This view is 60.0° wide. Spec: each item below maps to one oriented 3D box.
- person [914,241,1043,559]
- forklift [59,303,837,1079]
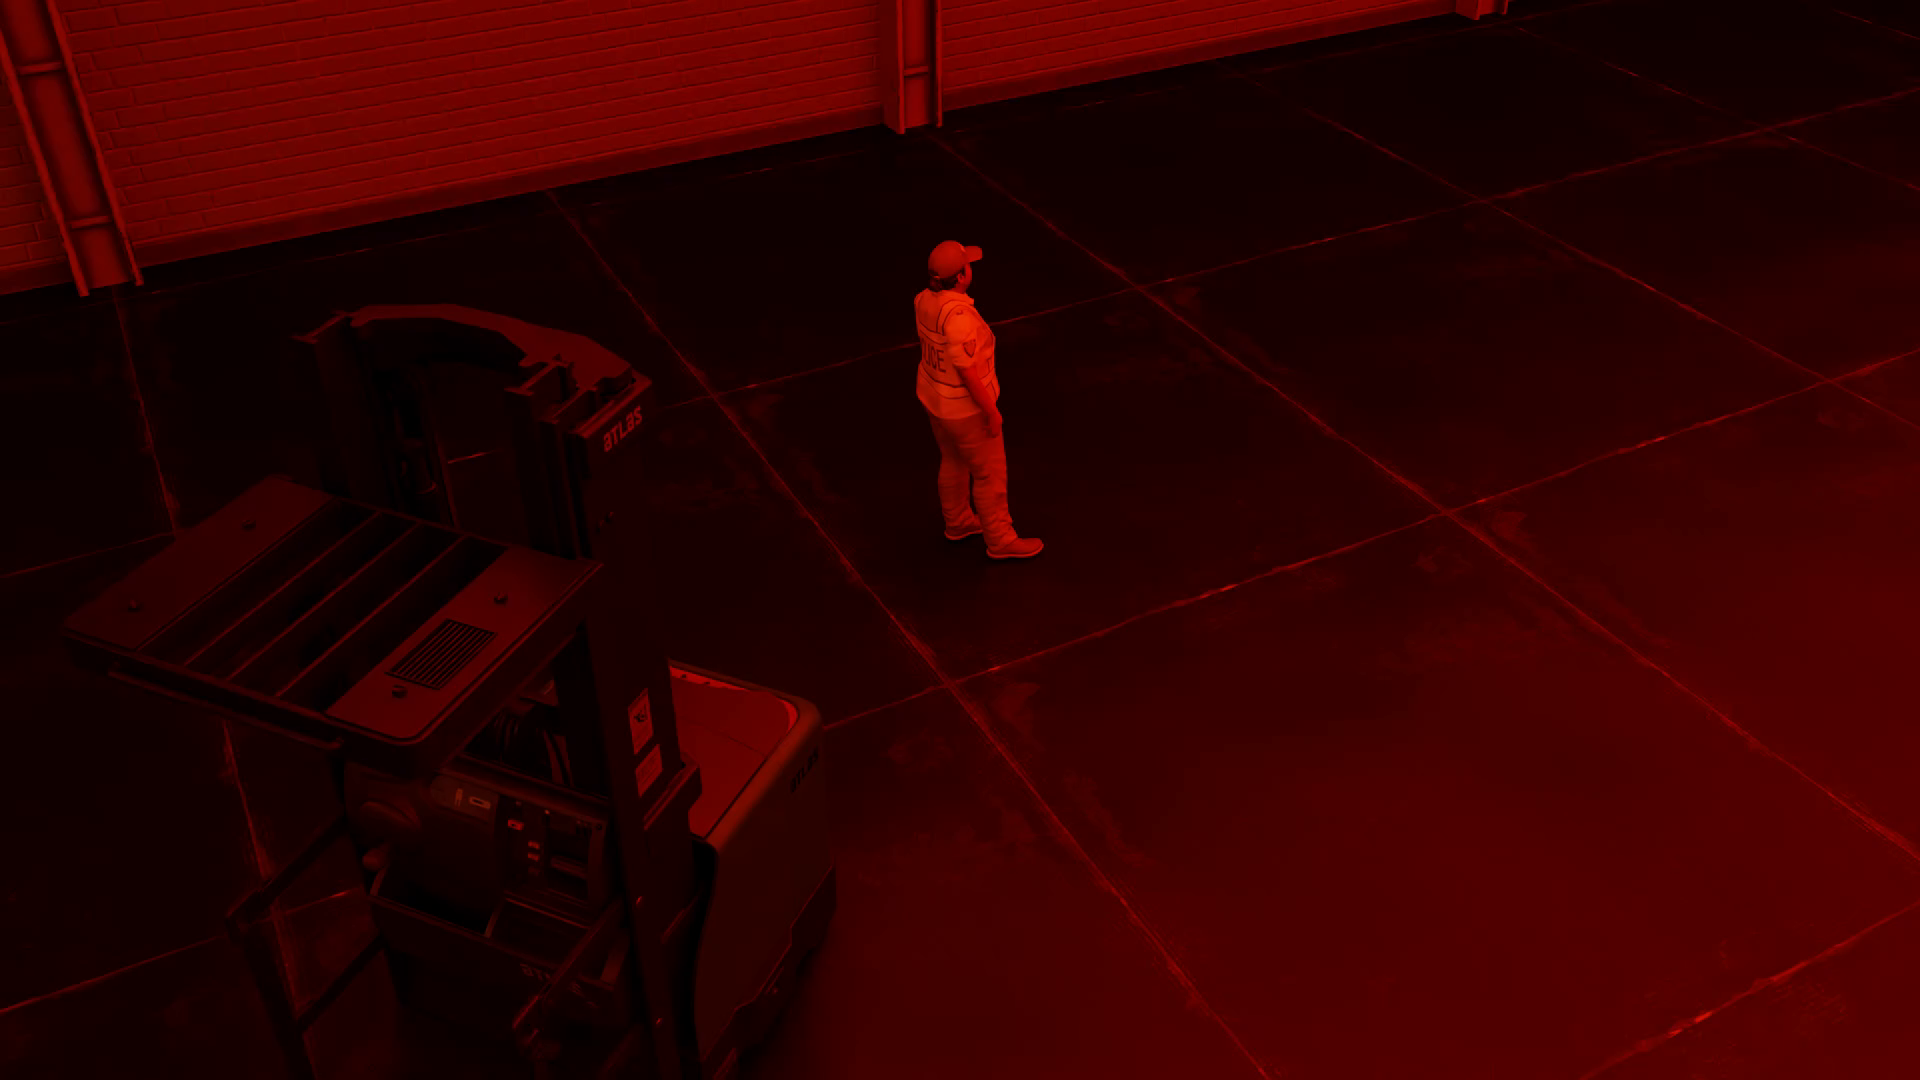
[{"bbox_3d":[0.078,-0.696,8.189,0.529,1.670,0.598,-17,39,-23],"label":"person"},{"bbox_3d":[-1.533,0.934,4.802,1.130,2.935,3.031,14,38,19],"label":"forklift"}]
